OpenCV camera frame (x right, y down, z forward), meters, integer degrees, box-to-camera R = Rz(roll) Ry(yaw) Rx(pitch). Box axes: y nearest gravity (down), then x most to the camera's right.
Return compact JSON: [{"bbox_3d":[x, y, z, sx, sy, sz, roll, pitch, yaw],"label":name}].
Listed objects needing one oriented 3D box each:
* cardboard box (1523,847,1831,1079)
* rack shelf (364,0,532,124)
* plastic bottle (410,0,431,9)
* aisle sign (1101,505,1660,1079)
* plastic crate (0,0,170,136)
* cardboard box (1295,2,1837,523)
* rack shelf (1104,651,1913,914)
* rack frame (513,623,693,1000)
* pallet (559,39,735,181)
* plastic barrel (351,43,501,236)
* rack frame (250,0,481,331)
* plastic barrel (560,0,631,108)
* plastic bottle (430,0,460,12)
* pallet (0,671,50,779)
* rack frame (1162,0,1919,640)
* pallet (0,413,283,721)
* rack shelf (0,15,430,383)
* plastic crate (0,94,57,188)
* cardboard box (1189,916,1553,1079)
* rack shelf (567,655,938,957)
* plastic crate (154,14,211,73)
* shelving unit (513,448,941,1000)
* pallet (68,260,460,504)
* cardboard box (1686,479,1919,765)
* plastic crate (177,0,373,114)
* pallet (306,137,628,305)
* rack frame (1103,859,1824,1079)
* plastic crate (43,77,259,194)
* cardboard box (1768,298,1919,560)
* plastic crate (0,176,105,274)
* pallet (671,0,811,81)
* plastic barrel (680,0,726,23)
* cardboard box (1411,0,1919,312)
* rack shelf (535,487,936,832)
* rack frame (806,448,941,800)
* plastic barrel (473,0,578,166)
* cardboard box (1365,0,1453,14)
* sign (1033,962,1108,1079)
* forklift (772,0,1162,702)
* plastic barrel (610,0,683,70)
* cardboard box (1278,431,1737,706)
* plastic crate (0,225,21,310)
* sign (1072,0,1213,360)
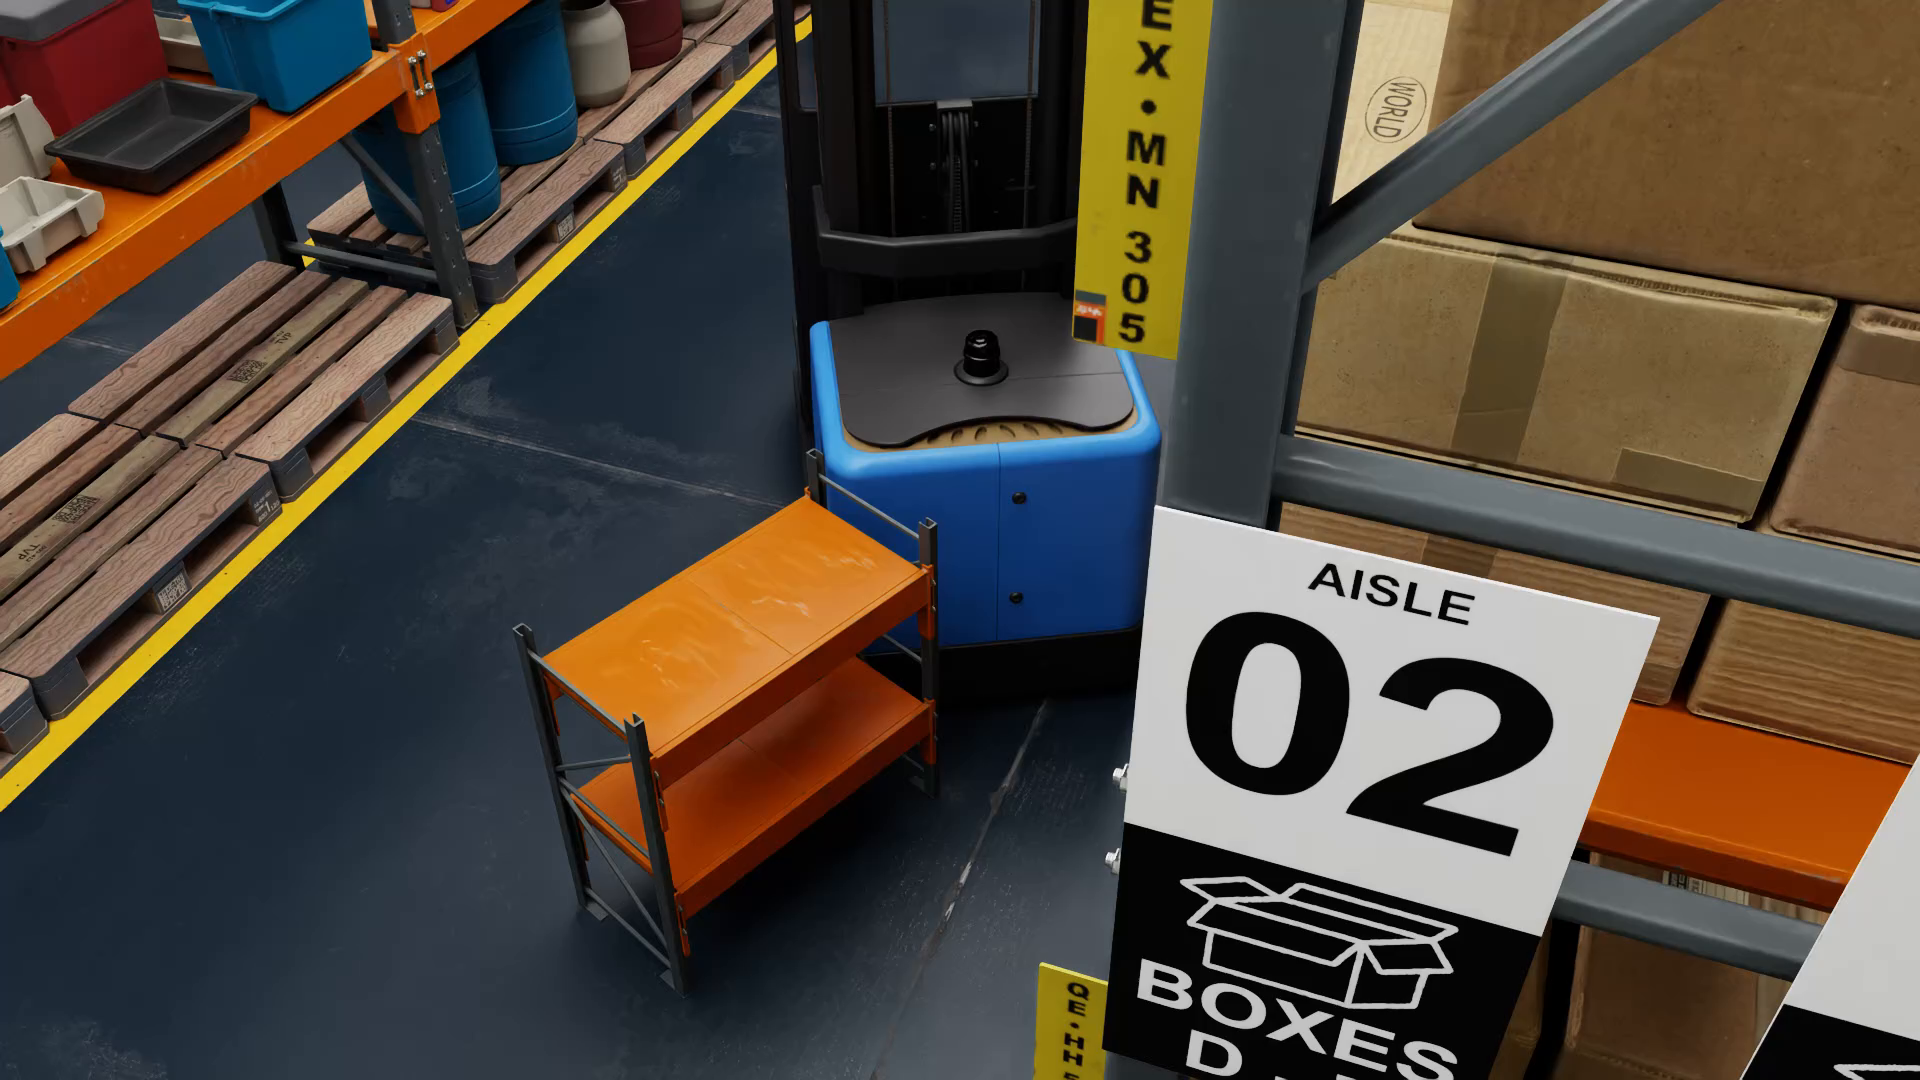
[{"bbox_3d":[1.055,0.701,2.270,0.500,0.500,0.500,15,43,16],"label":"cardboard box"},{"bbox_3d":[-1.946,-3.156,8.193,1.077,0.370,4.000,13,42,15],"label":"rack shelf"},{"bbox_3d":[-2.191,-2.359,6.742,0.144,0.351,0.185,13,42,15],"label":"plastic bottle"},{"bbox_3d":[0.345,0.316,1.566,0.394,0.787,0.004,13,42,15],"label":"aisle sign"},{"bbox_3d":[-3.171,-1.768,5.916,0.402,0.464,0.583,13,42,15],"label":"plastic crate"},{"bbox_3d":[0.592,-0.313,1.725,0.500,0.250,0.500,13,42,15],"label":"cardboard box"},{"bbox_3d":[1.340,-0.756,3.068,1.077,0.370,4.000,13,42,15],"label":"rack shelf"},{"bbox_3d":[-0.953,0.758,4.495,0.500,1.125,0.032,32,50,32],"label":"rack frame"},{"bbox_3d":[-1.911,-2.357,8.850,1.003,0.211,1.213,13,42,15],"label":"pallet"},{"bbox_3d":[-2.428,-1.900,7.459,0.600,0.901,0.708,13,42,15],"label":"plastic barrel"},{"bbox_3d":[-2.630,-2.210,6.529,1.000,3.000,0.127,13,42,15],"label":"rack frame"},{"bbox_3d":[-1.908,-2.508,8.472,0.421,0.512,0.421,0,40,0],"label":"plastic barrel"},{"bbox_3d":[-2.103,-2.295,6.718,0.061,0.283,0.133,13,42,15],"label":"plastic bottle"},{"bbox_3d":[-3.679,0.796,5.154,1.003,0.211,1.213,13,42,15],"label":"pallet"},{"bbox_3d":[0.656,-0.951,0.431,1.000,3.000,0.127,13,42,15],"label":"rack frame"},{"bbox_3d":[-3.260,0.055,6.023,1.003,0.211,1.213,13,42,15],"label":"pallet"},{"bbox_3d":[-3.314,-0.717,5.333,1.077,0.370,4.000,13,42,15],"label":"rack shelf"},{"bbox_3d":[-3.325,-1.297,5.505,0.437,0.282,0.530,13,42,15],"label":"plastic crate"},{"bbox_3d":[0.550,0.580,2.411,0.500,0.500,0.500,13,42,15],"label":"cardboard box"},{"bbox_3d":[-0.603,0.705,4.934,0.538,0.278,1.000,32,50,32],"label":"rack shelf"},{"bbox_3d":[-2.923,-1.880,6.300,0.396,0.136,0.243,13,42,15],"label":"plastic crate"},{"bbox_3d":[-0.603,0.519,4.776,0.538,1.125,1.048,32,50,32],"label":"shelving unit"},{"bbox_3d":[-2.845,-0.692,6.899,1.003,0.211,1.213,13,42,15],"label":"pallet"},{"bbox_3d":[1.071,-0.010,1.755,0.500,0.250,0.500,13,42,15],"label":"cardboard box"},{"bbox_3d":[-2.469,-1.866,6.093,0.392,0.384,0.575,13,42,15],"label":"plastic crate"},{"bbox_3d":[-2.327,-1.611,7.975,1.003,0.211,1.213,13,42,15],"label":"pallet"},{"bbox_3d":[0.656,1.331,2.378,1.000,3.000,0.127,13,42,15],"label":"rack frame"},{"bbox_3d":[-2.760,-1.386,5.729,0.437,0.125,0.590,13,42,15],"label":"plastic crate"},{"bbox_3d":[1.076,-0.199,1.591,0.500,0.250,0.500,13,42,15],"label":"cardboard box"},{"bbox_3d":[-2.943,-1.004,5.272,0.293,0.136,0.466,13,42,15],"label":"plastic crate"},{"bbox_3d":[-1.492,-3.099,9.719,1.003,0.211,1.213,13,42,15],"label":"pallet"},{"bbox_3d":[-1.522,-3.197,9.279,0.421,0.512,0.421,0,40,0],"label":"plastic barrel"},{"bbox_3d":[0.816,-0.545,1.419,0.700,0.500,0.500,13,42,15],"label":"cardboard box"},{"bbox_3d":[-0.603,0.296,4.586,0.538,0.278,1.000,32,50,32],"label":"rack shelf"},{"bbox_3d":[-0.254,0.279,5.056,0.500,1.125,0.032,32,50,32],"label":"rack frame"},{"bbox_3d":[-2.186,-2.331,7.965,0.600,0.901,0.708,13,42,15],"label":"plastic barrel"},{"bbox_3d":[0.763,-0.618,2.082,0.500,0.250,0.500,13,42,15],"label":"cardboard box"},{"bbox_3d":[0.141,0.635,2.059,0.100,0.325,0.005,13,42,15],"label":"sign"},{"bbox_3d":[-0.085,-1.516,5.769,1.130,2.935,3.031,-5,41,-6],"label":"forklift"},{"bbox_3d":[-1.799,-2.901,8.874,0.600,0.588,0.708,13,42,15],"label":"plastic barrel"},{"bbox_3d":[0.584,-0.125,1.889,0.500,0.250,0.500,13,42,15],"label":"cardboard box"},{"bbox_3d":[-3.051,-0.793,4.951,0.416,0.233,0.300,13,42,15],"label":"plastic crate"},{"bbox_3d":[0.141,-0.282,1.276,0.100,0.325,0.005,13,42,15],"label":"sign"}]
